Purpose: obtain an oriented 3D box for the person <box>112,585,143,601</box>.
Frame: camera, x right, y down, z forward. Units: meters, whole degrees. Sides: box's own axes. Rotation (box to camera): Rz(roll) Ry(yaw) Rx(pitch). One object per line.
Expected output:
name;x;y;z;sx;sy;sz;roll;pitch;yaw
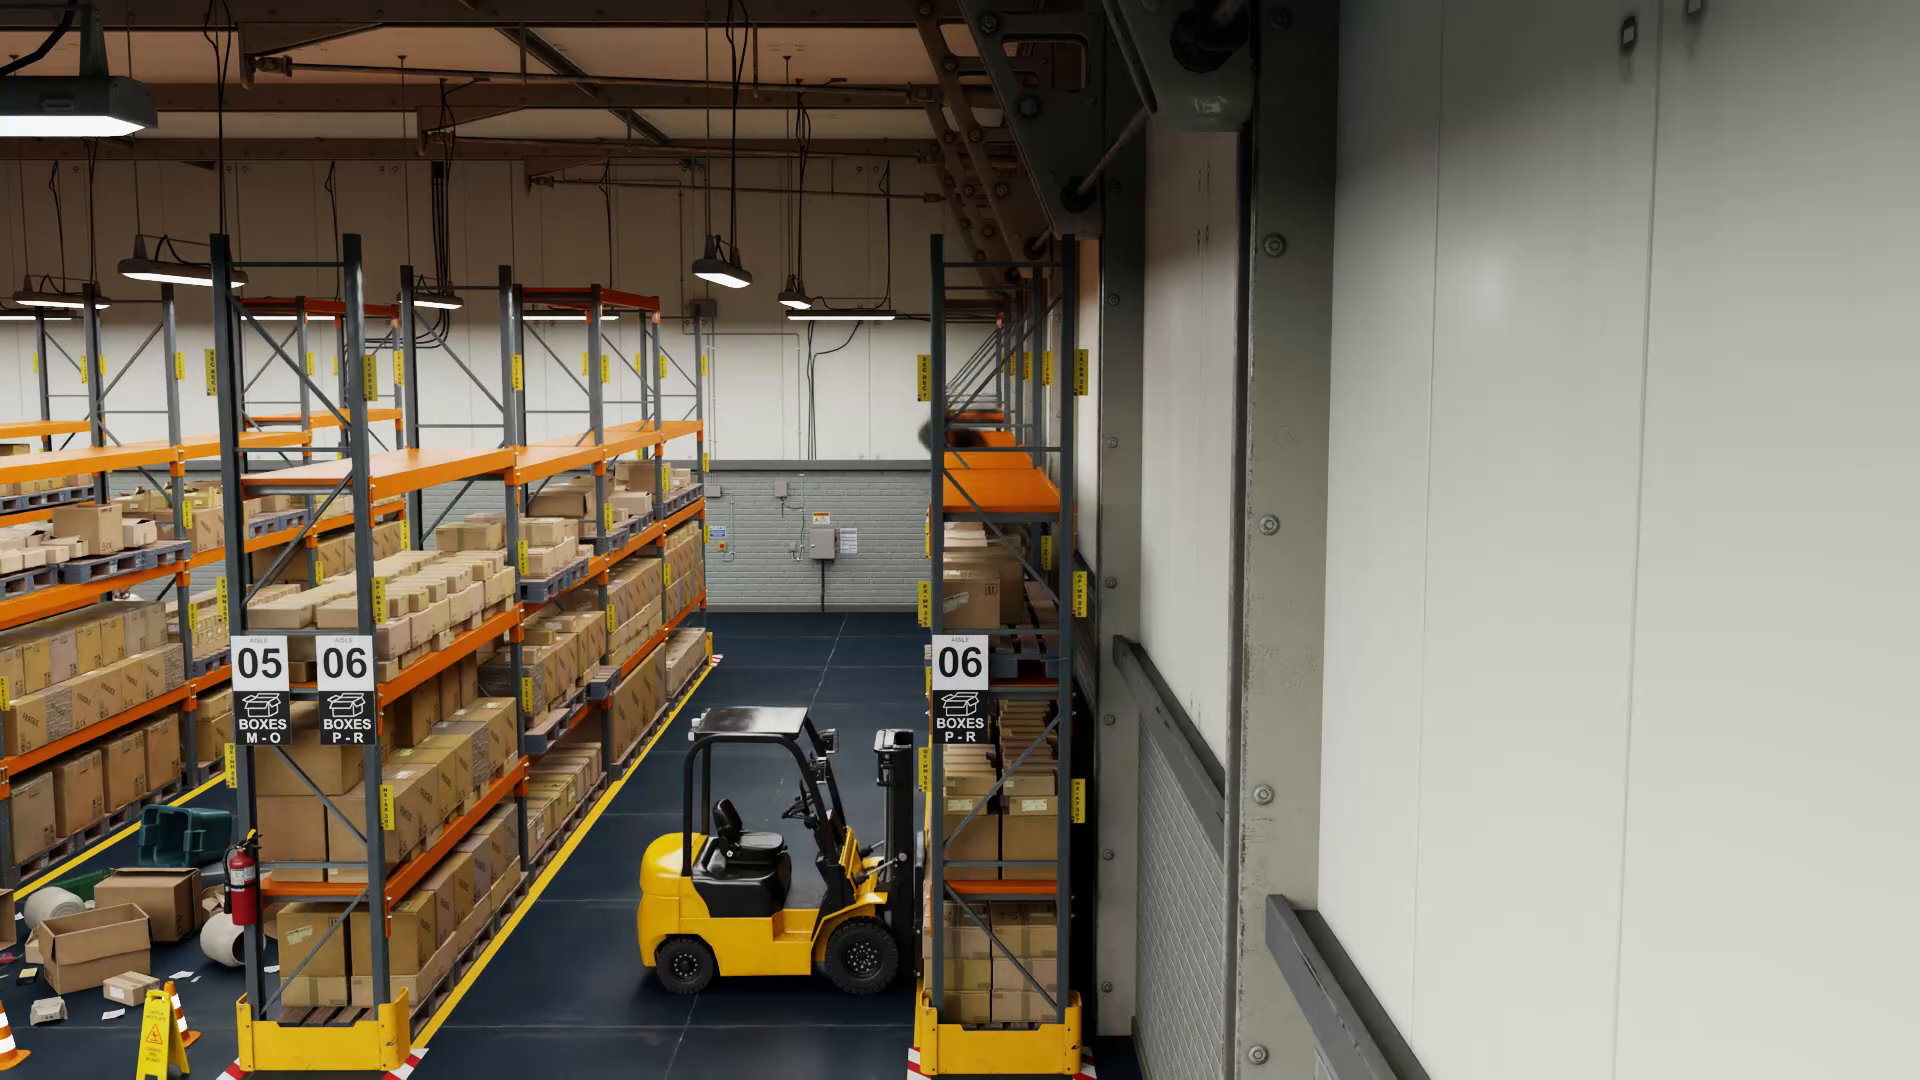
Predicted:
person;-12.906;1.444;25.760;0.677;1.792;0.861;0;6;0
